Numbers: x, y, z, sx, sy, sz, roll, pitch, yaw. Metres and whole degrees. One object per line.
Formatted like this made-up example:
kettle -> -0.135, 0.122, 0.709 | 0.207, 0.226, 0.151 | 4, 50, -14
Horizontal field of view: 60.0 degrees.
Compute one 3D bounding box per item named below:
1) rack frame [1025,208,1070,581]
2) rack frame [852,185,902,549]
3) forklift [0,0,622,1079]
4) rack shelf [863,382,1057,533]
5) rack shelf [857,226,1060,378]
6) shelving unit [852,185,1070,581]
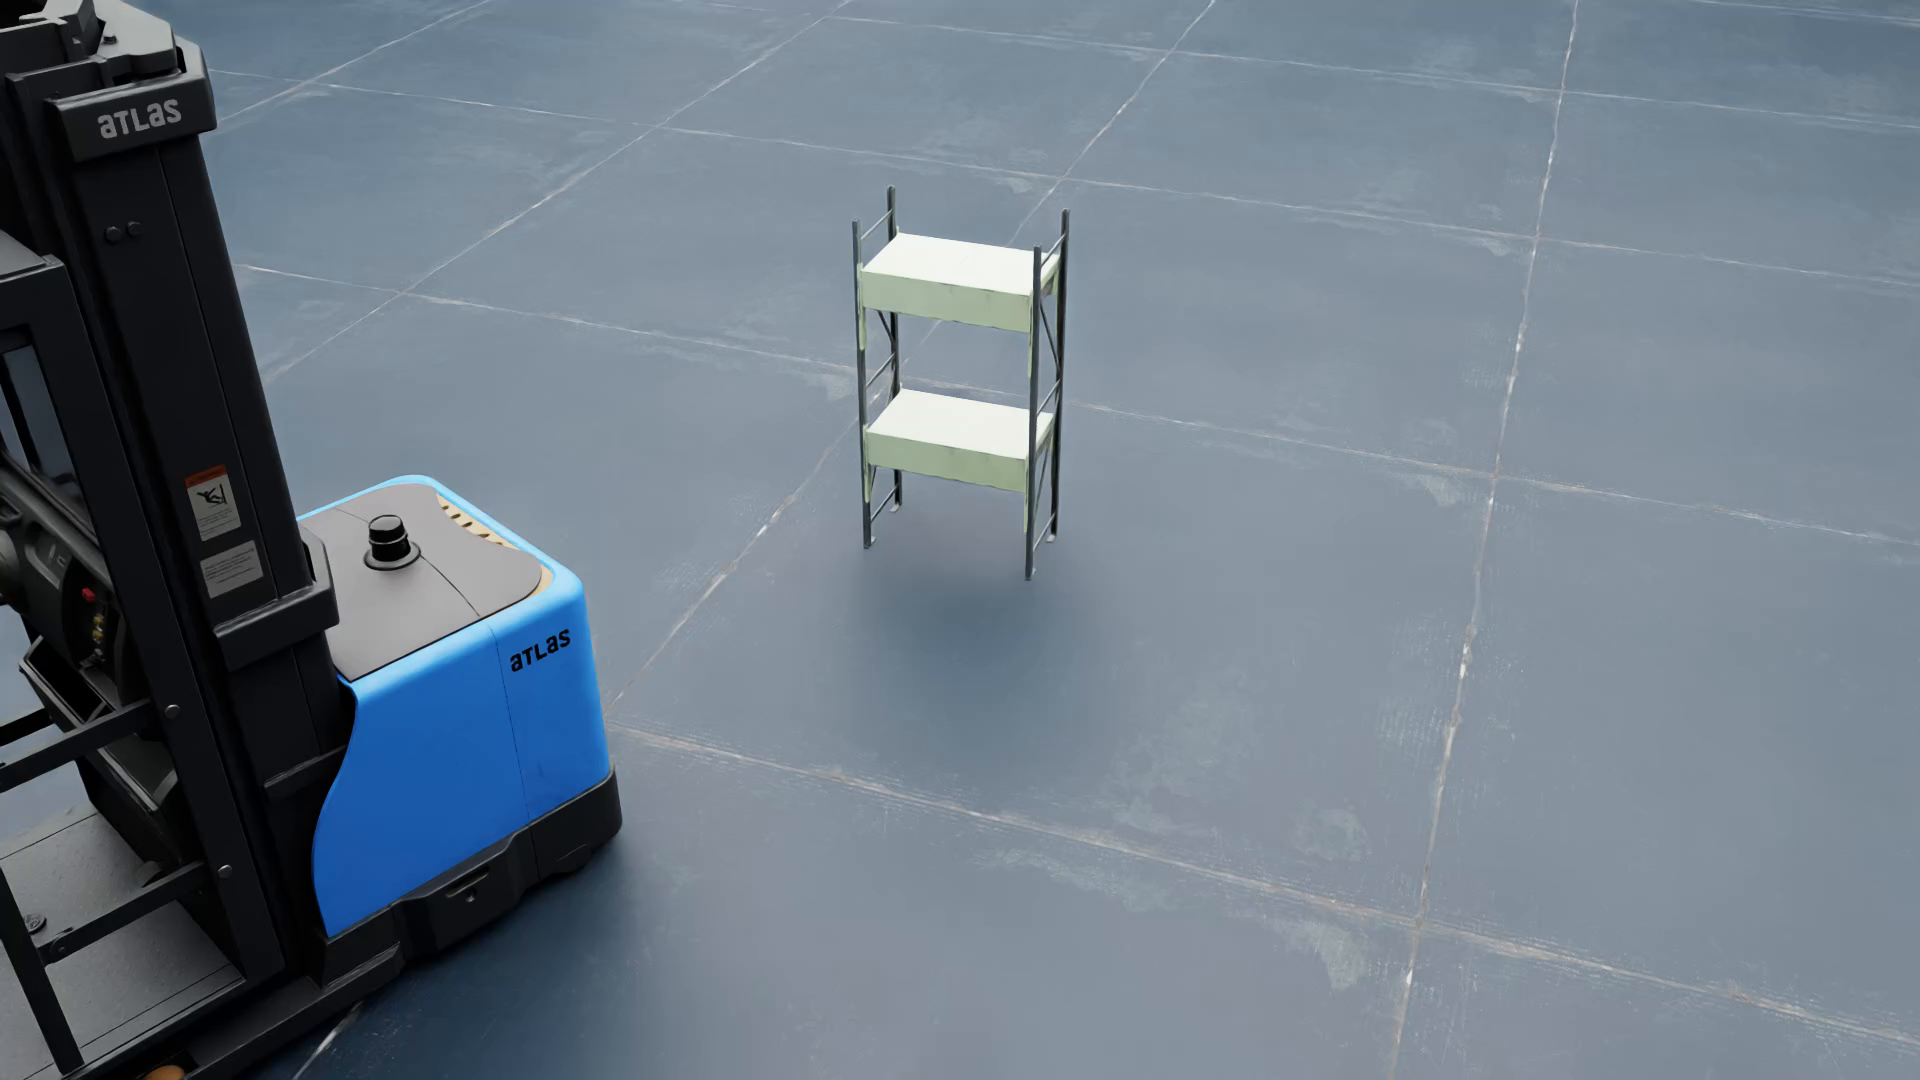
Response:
rack frame -> 0.351, -0.562, 6.738 | 0.023, 1.500, 0.400 | 11, 34, 16
rack frame -> -0.338, -0.696, 6.945 | 0.023, 1.500, 0.400 | 11, 34, 16
forklift -> -2.532, 0.180, 4.269 | 1.130, 2.935, 3.031 | 28, 42, 36
rack shelf -> 0.006, -0.355, 7.018 | 0.720, 0.370, 0.431 | 11, 34, 16
rack shelf -> 0.006, -0.957, 6.630 | 0.720, 0.370, 0.431 | 11, 34, 16
shelving unit -> 0.006, -0.629, 6.841 | 0.755, 1.500, 0.431 | 11, 34, 16
